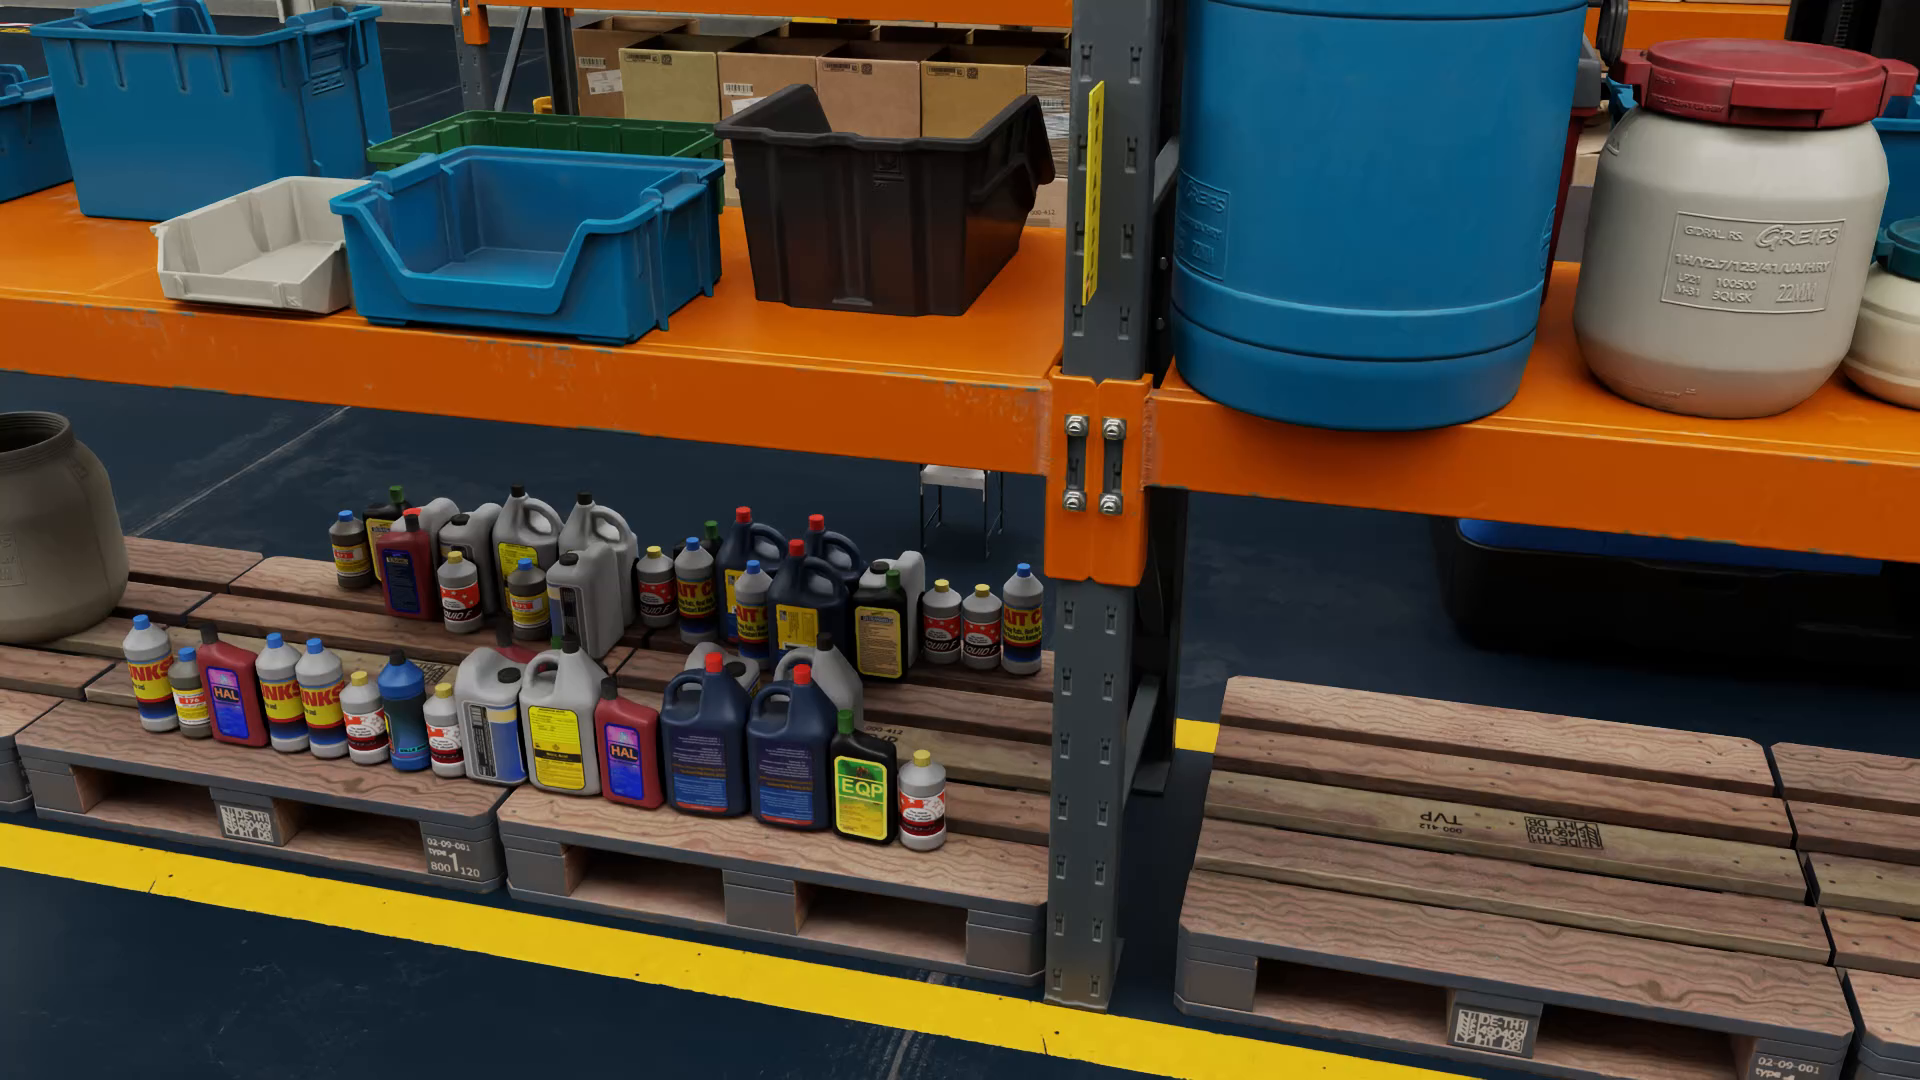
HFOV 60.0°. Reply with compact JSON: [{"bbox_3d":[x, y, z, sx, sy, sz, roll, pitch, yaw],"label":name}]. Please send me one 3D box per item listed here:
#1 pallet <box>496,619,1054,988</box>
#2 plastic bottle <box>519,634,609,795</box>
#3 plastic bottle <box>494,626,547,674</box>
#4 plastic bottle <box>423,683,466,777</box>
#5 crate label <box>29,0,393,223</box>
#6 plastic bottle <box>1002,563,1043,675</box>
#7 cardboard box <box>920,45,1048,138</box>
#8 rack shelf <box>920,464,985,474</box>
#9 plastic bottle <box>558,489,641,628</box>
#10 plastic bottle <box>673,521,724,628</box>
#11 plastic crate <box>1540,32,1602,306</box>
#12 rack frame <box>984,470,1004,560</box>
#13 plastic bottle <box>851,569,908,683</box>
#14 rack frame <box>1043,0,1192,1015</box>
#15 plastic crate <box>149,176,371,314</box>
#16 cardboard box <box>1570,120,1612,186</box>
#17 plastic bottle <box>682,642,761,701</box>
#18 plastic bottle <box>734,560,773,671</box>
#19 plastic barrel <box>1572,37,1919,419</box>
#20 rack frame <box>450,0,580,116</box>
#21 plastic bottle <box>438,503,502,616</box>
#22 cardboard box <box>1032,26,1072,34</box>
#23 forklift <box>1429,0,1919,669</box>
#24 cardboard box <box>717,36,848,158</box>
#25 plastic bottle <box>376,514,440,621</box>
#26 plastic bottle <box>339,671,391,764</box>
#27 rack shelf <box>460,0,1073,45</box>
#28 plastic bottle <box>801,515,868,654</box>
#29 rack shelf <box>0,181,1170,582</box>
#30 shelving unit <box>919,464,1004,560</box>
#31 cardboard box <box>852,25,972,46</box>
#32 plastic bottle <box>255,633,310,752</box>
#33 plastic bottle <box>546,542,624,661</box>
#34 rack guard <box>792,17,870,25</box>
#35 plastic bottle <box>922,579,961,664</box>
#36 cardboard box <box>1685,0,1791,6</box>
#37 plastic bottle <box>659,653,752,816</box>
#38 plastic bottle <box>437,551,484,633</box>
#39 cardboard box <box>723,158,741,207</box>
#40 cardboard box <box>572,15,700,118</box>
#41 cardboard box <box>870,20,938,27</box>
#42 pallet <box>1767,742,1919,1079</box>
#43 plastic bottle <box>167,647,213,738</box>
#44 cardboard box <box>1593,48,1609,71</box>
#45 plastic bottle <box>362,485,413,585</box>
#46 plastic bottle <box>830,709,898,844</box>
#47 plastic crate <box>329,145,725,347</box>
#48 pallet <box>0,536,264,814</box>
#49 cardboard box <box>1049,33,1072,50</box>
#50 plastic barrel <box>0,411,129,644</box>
[{"bbox_3d":[-0.288,0.538,3.874,1.213,0.211,1.003,6,26,13],"label":"pallet"},{"bbox_3d":[-0.842,0.362,3.571,0.185,0.351,0.144,6,26,13],"label":"plastic bottle"},{"bbox_3d":[-0.973,0.328,3.719,0.133,0.283,0.061,6,26,13],"label":"plastic bottle"},{"bbox_3d":[-1.120,0.409,3.646,0.097,0.201,0.097,0,25,0],"label":"plastic bottle"},{"bbox_3d":[-1.672,-0.992,3.802,0.616,0.435,0.502,6,26,13],"label":"crate label"},{"bbox_3d":[0.153,0.185,4.034,0.097,0.271,0.097,0,25,0],"label":"plastic bottle"},{"bbox_3d":[0.119,-2.049,7.903,0.500,0.500,0.500,6,26,13],"label":"cardboard box"},{"bbox_3d":[0.008,-0.294,5.108,0.200,0.077,0.258,6,26,13],"label":"rack shelf"},{"bbox_3d":[-0.921,0.041,4.245,0.185,0.351,0.144,6,26,13],"label":"plastic bottle"},{"bbox_3d":[-0.659,0.082,4.237,0.133,0.283,0.061,7,26,15],"label":"plastic bottle"},{"bbox_3d":[0.897,-0.736,3.232,0.583,0.464,0.402,6,26,13],"label":"plastic crate"},{"bbox_3d":[0.106,-0.395,5.032,0.006,0.900,0.240,6,26,13],"label":"rack frame"},{"bbox_3d":[-0.193,0.201,3.987,0.133,0.283,0.061,6,26,13],"label":"plastic bottle"},{"bbox_3d":[0.352,-0.632,3.088,0.127,3.000,1.000,6,26,13],"label":"rack frame"},{"bbox_3d":[-1.284,-0.581,3.288,0.437,0.136,0.530,6,26,13],"label":"plastic crate"},{"bbox_3d":[2.913,-1.636,7.255,0.500,0.311,0.500,5,26,11],"label":"cardboard box"},{"bbox_3d":[-0.517,0.365,3.650,0.135,0.276,0.152,6,26,13],"label":"plastic bottle"},{"bbox_3d":[-0.497,0.177,4.051,0.097,0.271,0.097,0,25,0],"label":"plastic bottle"},{"bbox_3d":[1.224,-0.499,2.651,0.433,0.535,0.433,0,25,0],"label":"plastic barrel"},{"bbox_3d":[-2.285,-3.122,8.318,0.127,3.000,1.000,6,26,13],"label":"rack frame"},{"bbox_3d":[-1.262,0.038,4.336,0.135,0.276,0.152,6,26,12],"label":"plastic bottle"},{"bbox_3d":[0.843,-3.983,12.522,0.500,0.500,0.700,5,26,10],"label":"cardboard box"},{"bbox_3d":[2.931,-1.130,4.213,3.031,2.935,1.130,4,26,9],"label":"forklift"},{"bbox_3d":[-0.849,-2.158,8.130,0.500,0.500,0.500,6,26,13],"label":"cardboard box"},{"bbox_3d":[-1.423,0.065,4.273,0.133,0.283,0.061,6,26,13],"label":"plastic bottle"},{"bbox_3d":[-1.319,0.387,3.692,0.097,0.201,0.097,0,25,0],"label":"plastic bottle"},{"bbox_3d":[-0.348,-2.583,8.023,4.000,0.370,1.077,6,26,13],"label":"rack shelf"},{"bbox_3d":[-0.326,0.106,4.107,0.185,0.351,0.144,7,26,14],"label":"plastic bottle"},{"bbox_3d":[-1.585,-0.521,3.692,4.000,0.370,1.077,6,26,13],"label":"rack shelf"},{"bbox_3d":[0.008,-0.405,5.055,0.210,0.900,0.258,6,26,13],"label":"shelving unit"},{"bbox_3d":[-0.235,-2.320,8.471,0.500,0.500,0.500,6,26,13],"label":"cardboard box"},{"bbox_3d":[-1.512,0.334,3.722,0.097,0.271,0.097,0,25,0],"label":"plastic bottle"},{"bbox_3d":[-0.933,0.139,4.126,0.135,0.276,0.152,6,26,13],"label":"plastic bottle"},{"bbox_3d":[-0.981,-4.048,13.170,0.348,0.500,1.175,6,26,13],"label":"rack guard"},{"bbox_3d":[-0.044,0.195,4.095,0.097,0.201,0.097,0,25,0],"label":"plastic bottle"},{"bbox_3d":[3.324,-2.540,6.979,0.500,0.500,0.500,6,26,13],"label":"cardboard box"},{"bbox_3d":[-0.529,0.396,3.498,0.185,0.351,0.144,5,26,10],"label":"plastic bottle"},{"bbox_3d":[-1.275,0.126,4.239,0.097,0.201,0.097,0,25,0],"label":"plastic bottle"},{"bbox_3d":[-0.851,-1.814,8.281,0.500,0.250,0.500,6,26,13],"label":"cardboard box"},{"bbox_3d":[-1.691,-2.475,8.797,0.500,0.500,0.500,6,26,13],"label":"cardboard box"},{"bbox_3d":[-0.407,-4.058,12.899,0.500,0.311,0.500,3,26,7],"label":"cardboard box"},{"bbox_3d":[2.308,0.825,3.272,1.213,0.211,1.003,6,26,13],"label":"pallet"},{"bbox_3d":[-1.743,0.340,3.790,0.097,0.201,0.097,0,25,0],"label":"plastic bottle"},{"bbox_3d":[4.533,-3.649,11.820,0.500,0.500,0.700,7,26,14],"label":"cardboard box"},{"bbox_3d":[-1.516,-0.013,4.436,0.133,0.283,0.061,7,26,14],"label":"plastic bottle"},{"bbox_3d":[-0.196,0.482,3.397,0.133,0.283,0.061,8,27,16],"label":"plastic bottle"},{"bbox_3d":[-0.787,-0.570,3.131,0.616,0.251,0.499,6,26,13],"label":"plastic crate"},{"bbox_3d":[-2.651,0.277,4.423,1.213,0.211,1.003,6,26,13],"label":"pallet"},{"bbox_3d":[0.732,-2.211,8.241,0.500,0.500,0.500,6,26,13],"label":"cardboard box"},{"bbox_3d":[-2.380,-0.034,4.238,0.421,0.512,0.421,0,25,0],"label":"plastic barrel"}]
